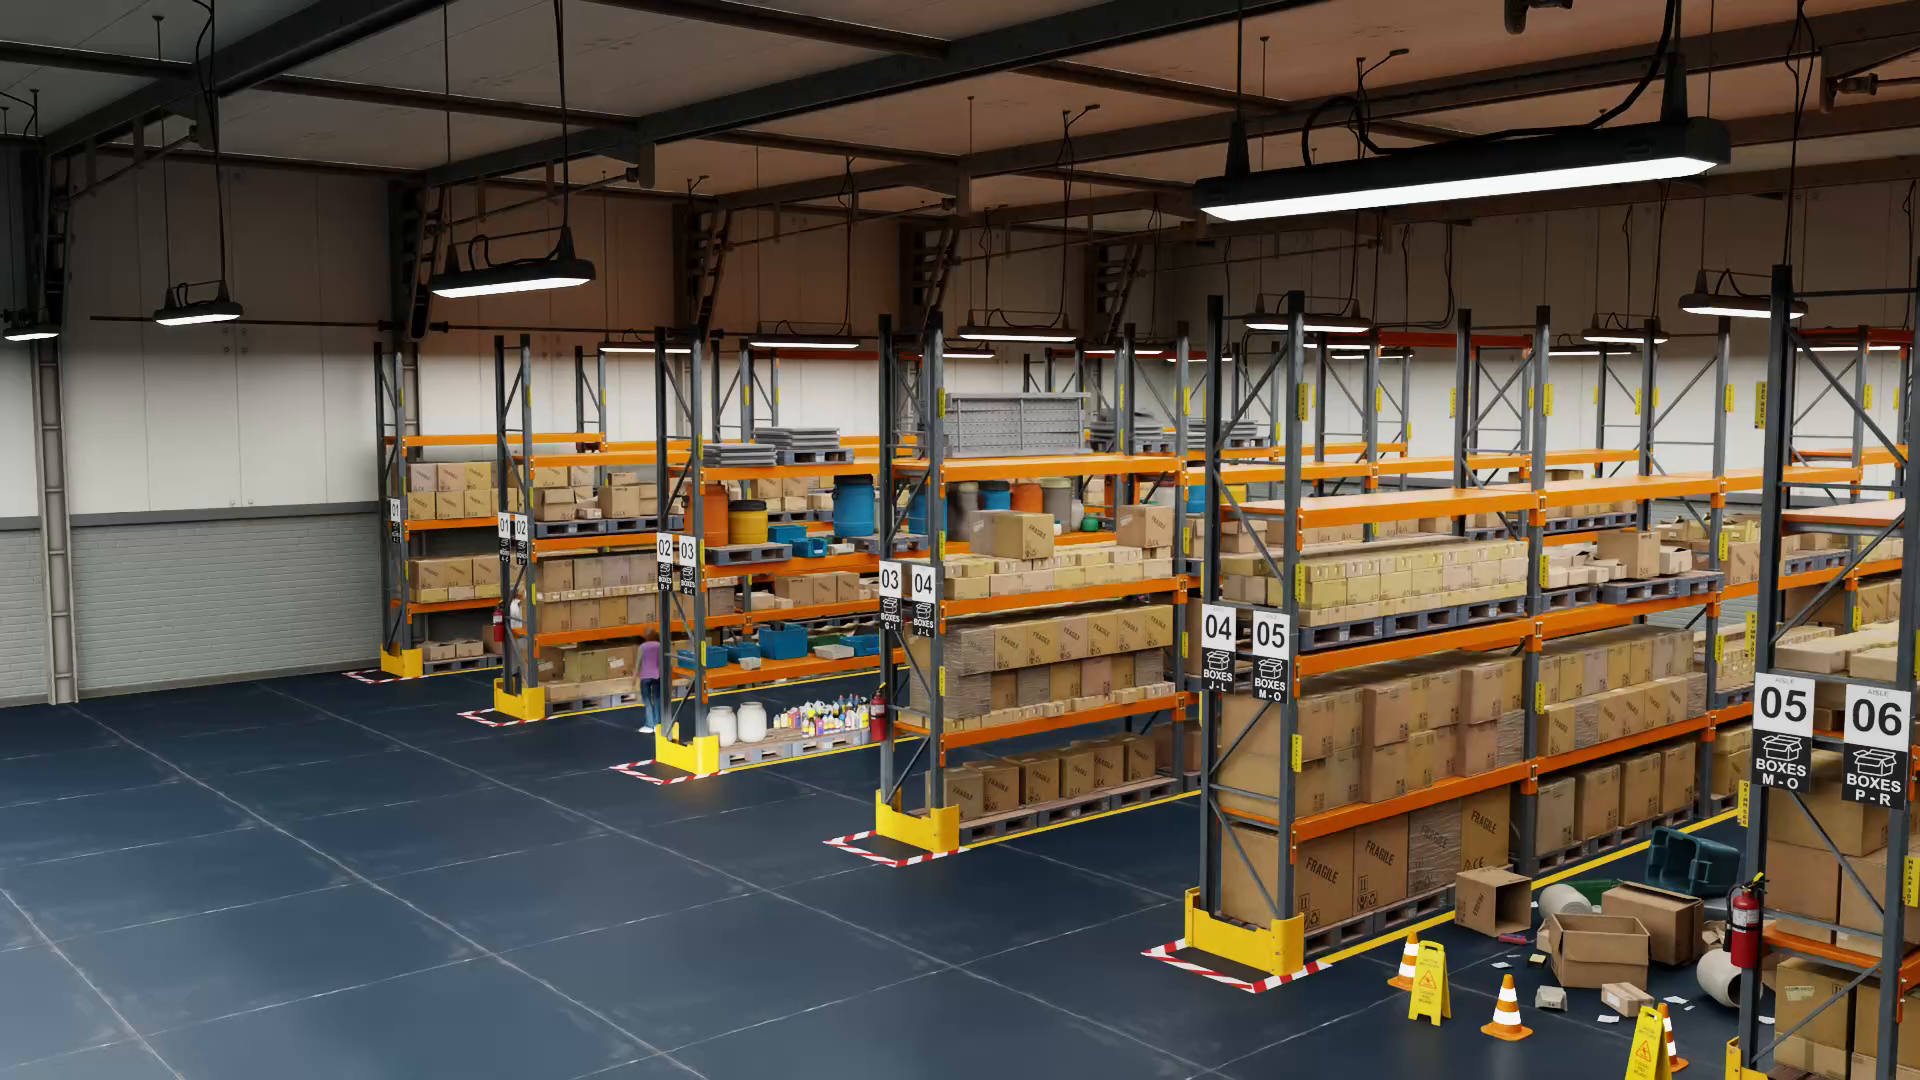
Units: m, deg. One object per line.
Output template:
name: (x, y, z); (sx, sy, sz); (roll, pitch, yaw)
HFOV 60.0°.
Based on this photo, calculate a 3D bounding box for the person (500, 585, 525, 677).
person: (-8.023, 1.621, 29.852); (0.501, 1.668, 0.617); (-2, 5, -18)

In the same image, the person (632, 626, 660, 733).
person: (-4.657, 2.107, 24.953); (0.544, 1.632, 0.368); (-4, 7, -38)
